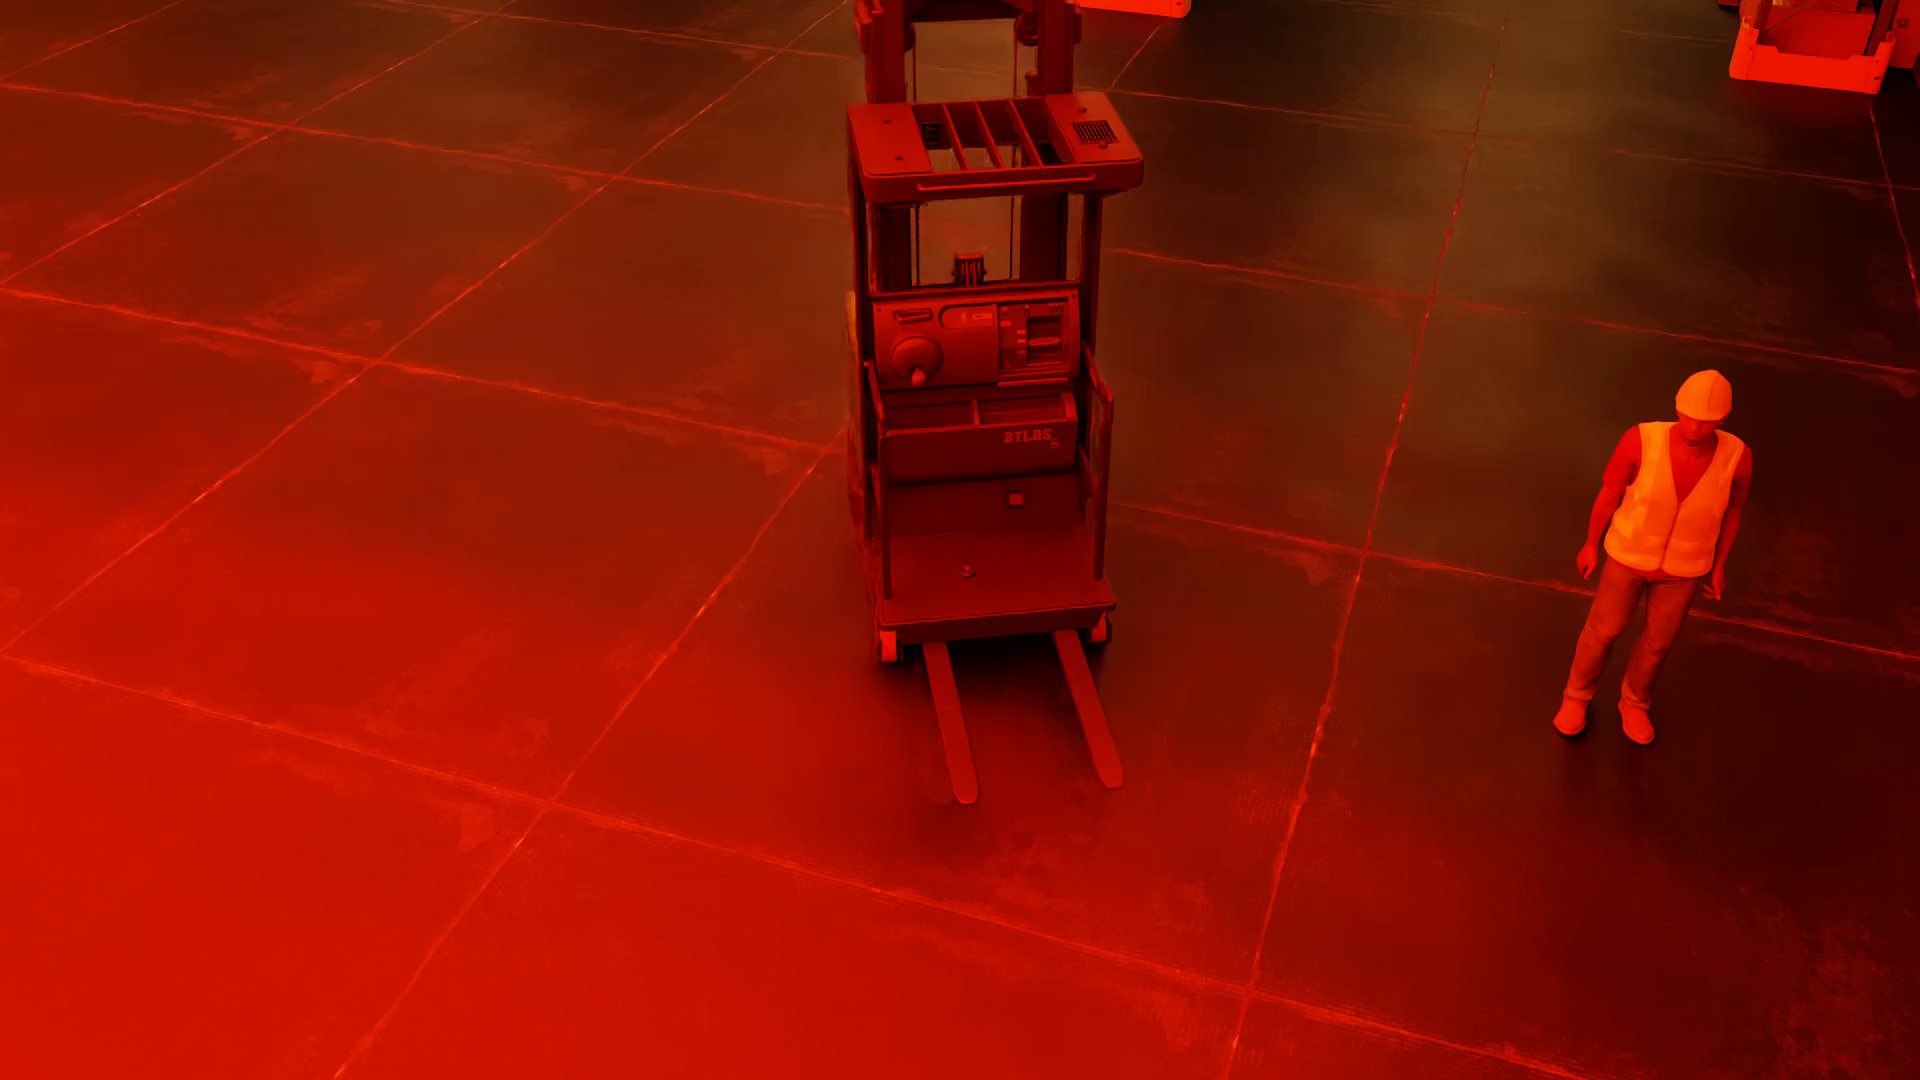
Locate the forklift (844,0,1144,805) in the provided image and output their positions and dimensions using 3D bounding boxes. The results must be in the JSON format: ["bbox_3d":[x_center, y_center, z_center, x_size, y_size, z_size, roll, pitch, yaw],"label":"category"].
[{"bbox_3d":[0.113,-0.837,7.291,1.130,2.935,3.031,-5,36,-7],"label":"forklift"}]

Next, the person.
[{"bbox_3d":[2.923,0.090,6.992,0.600,1.771,0.381,9,36,13],"label":"person"}]
